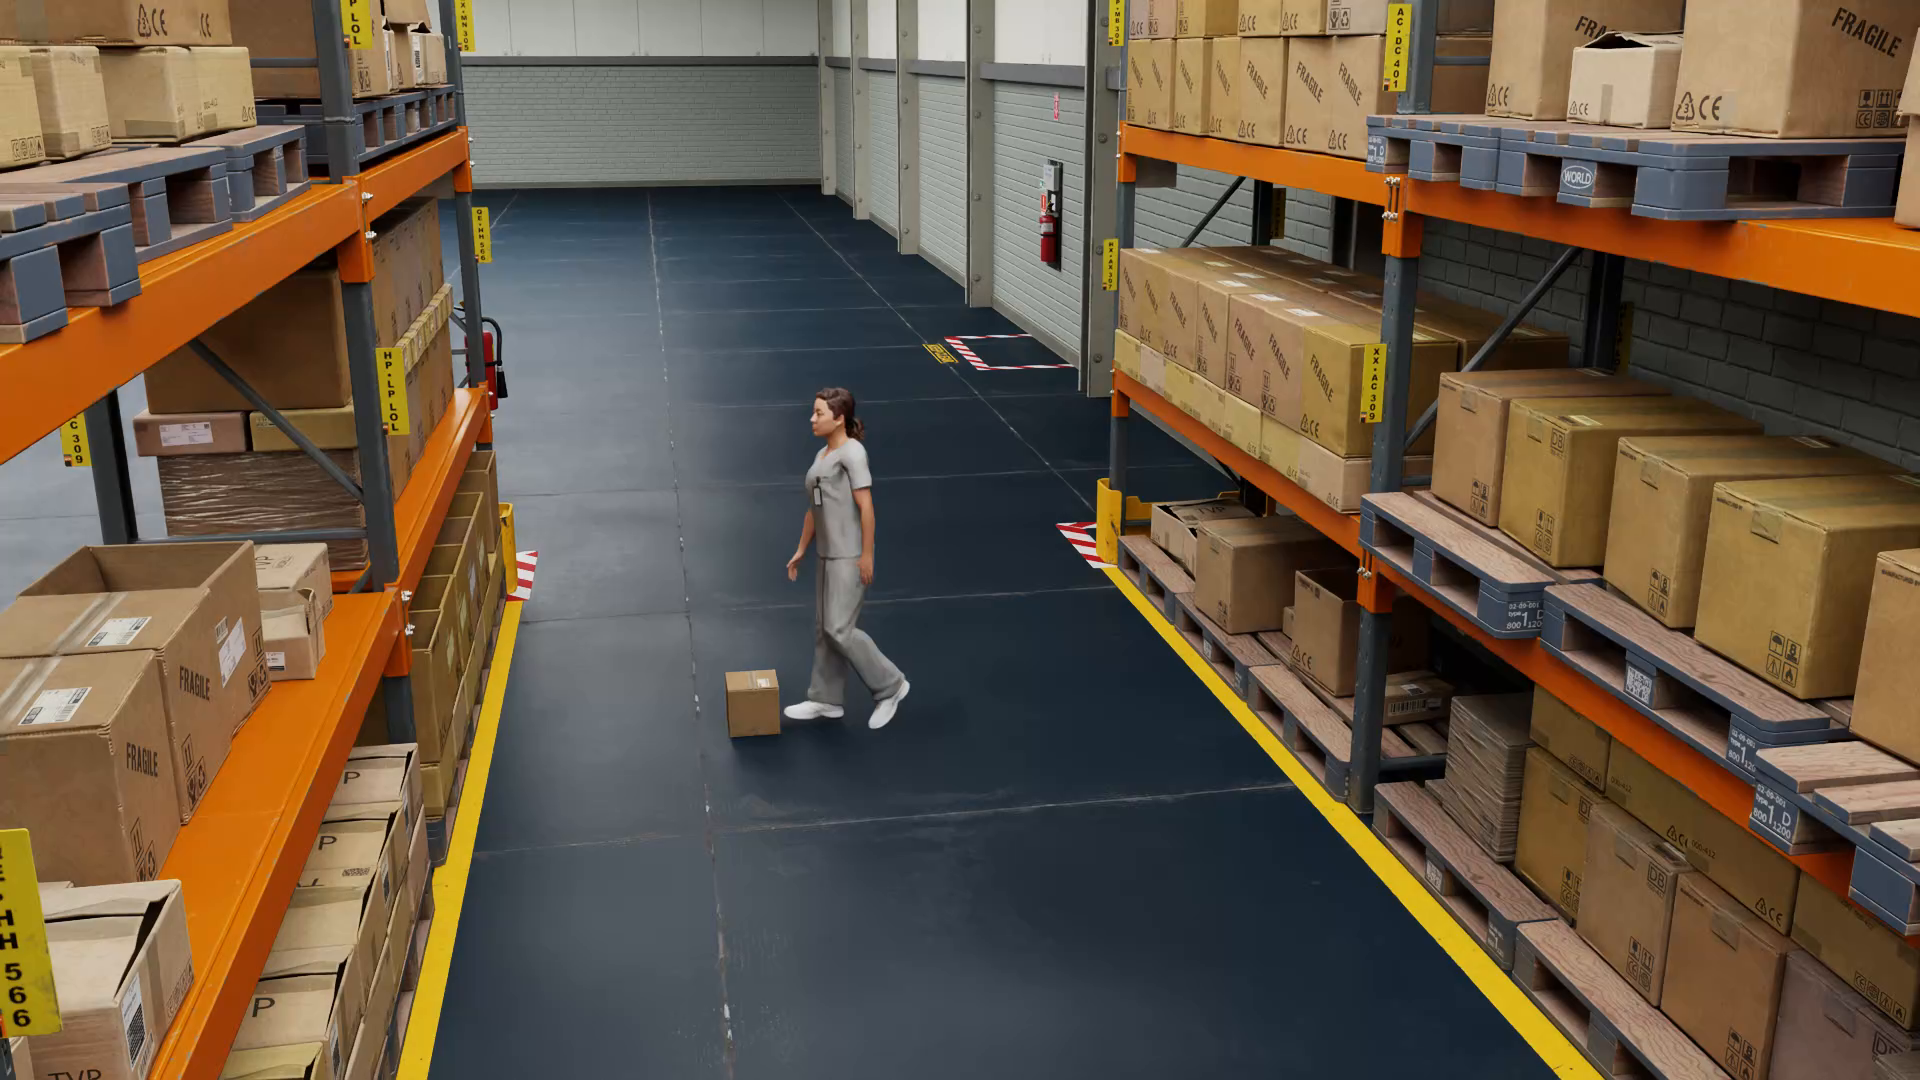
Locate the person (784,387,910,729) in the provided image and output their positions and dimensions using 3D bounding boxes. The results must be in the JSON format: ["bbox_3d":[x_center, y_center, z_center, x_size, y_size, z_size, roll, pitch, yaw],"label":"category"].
[{"bbox_3d":[-0.586,0.098,8.156,0.595,1.670,0.554,-6,17,-19],"label":"person"}]
